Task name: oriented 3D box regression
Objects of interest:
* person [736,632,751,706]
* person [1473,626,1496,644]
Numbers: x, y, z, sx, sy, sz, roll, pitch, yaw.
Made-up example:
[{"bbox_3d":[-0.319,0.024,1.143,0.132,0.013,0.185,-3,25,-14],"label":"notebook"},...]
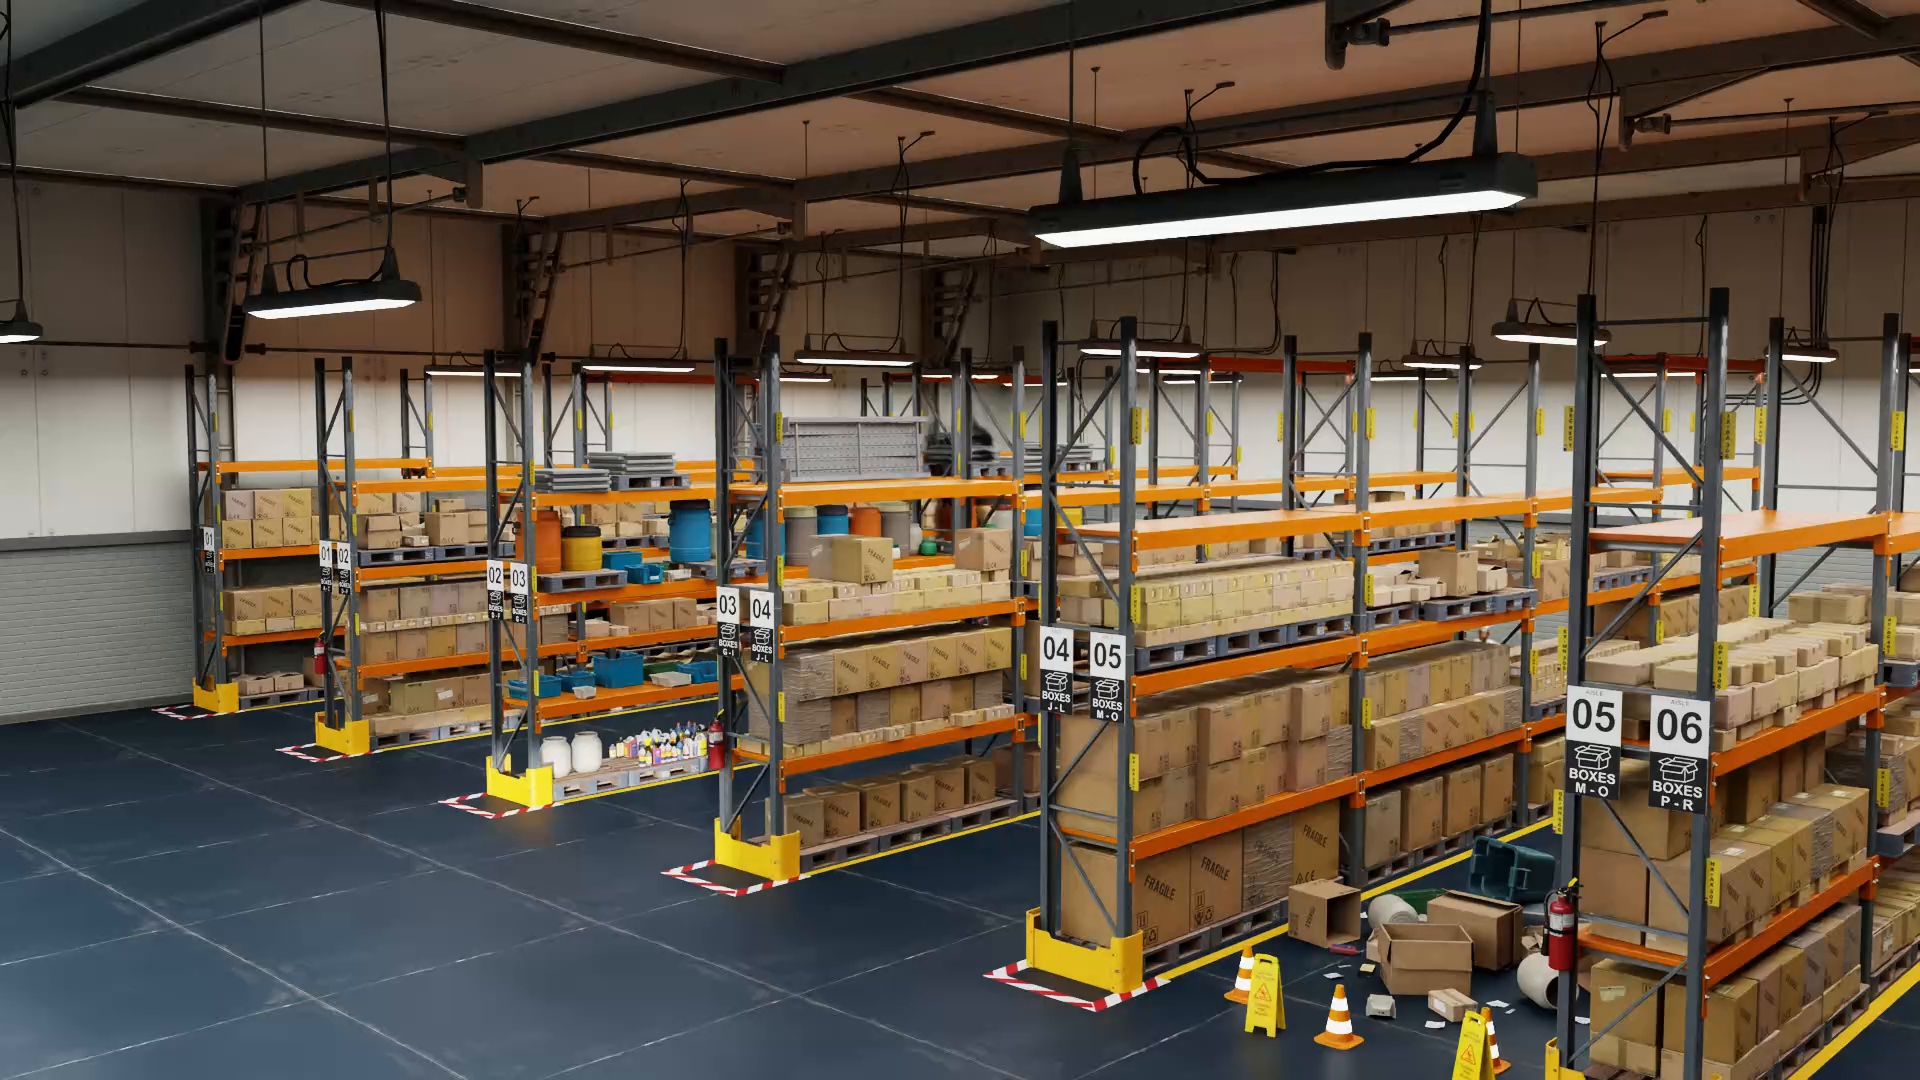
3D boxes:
[{"bbox_3d":[-3.696,1.892,27.656,0.683,1.736,0.529,3,6,39],"label":"person"},{"bbox_3d":[8.657,2.225,27.665,0.597,1.628,0.595,3,5,35],"label":"person"}]
